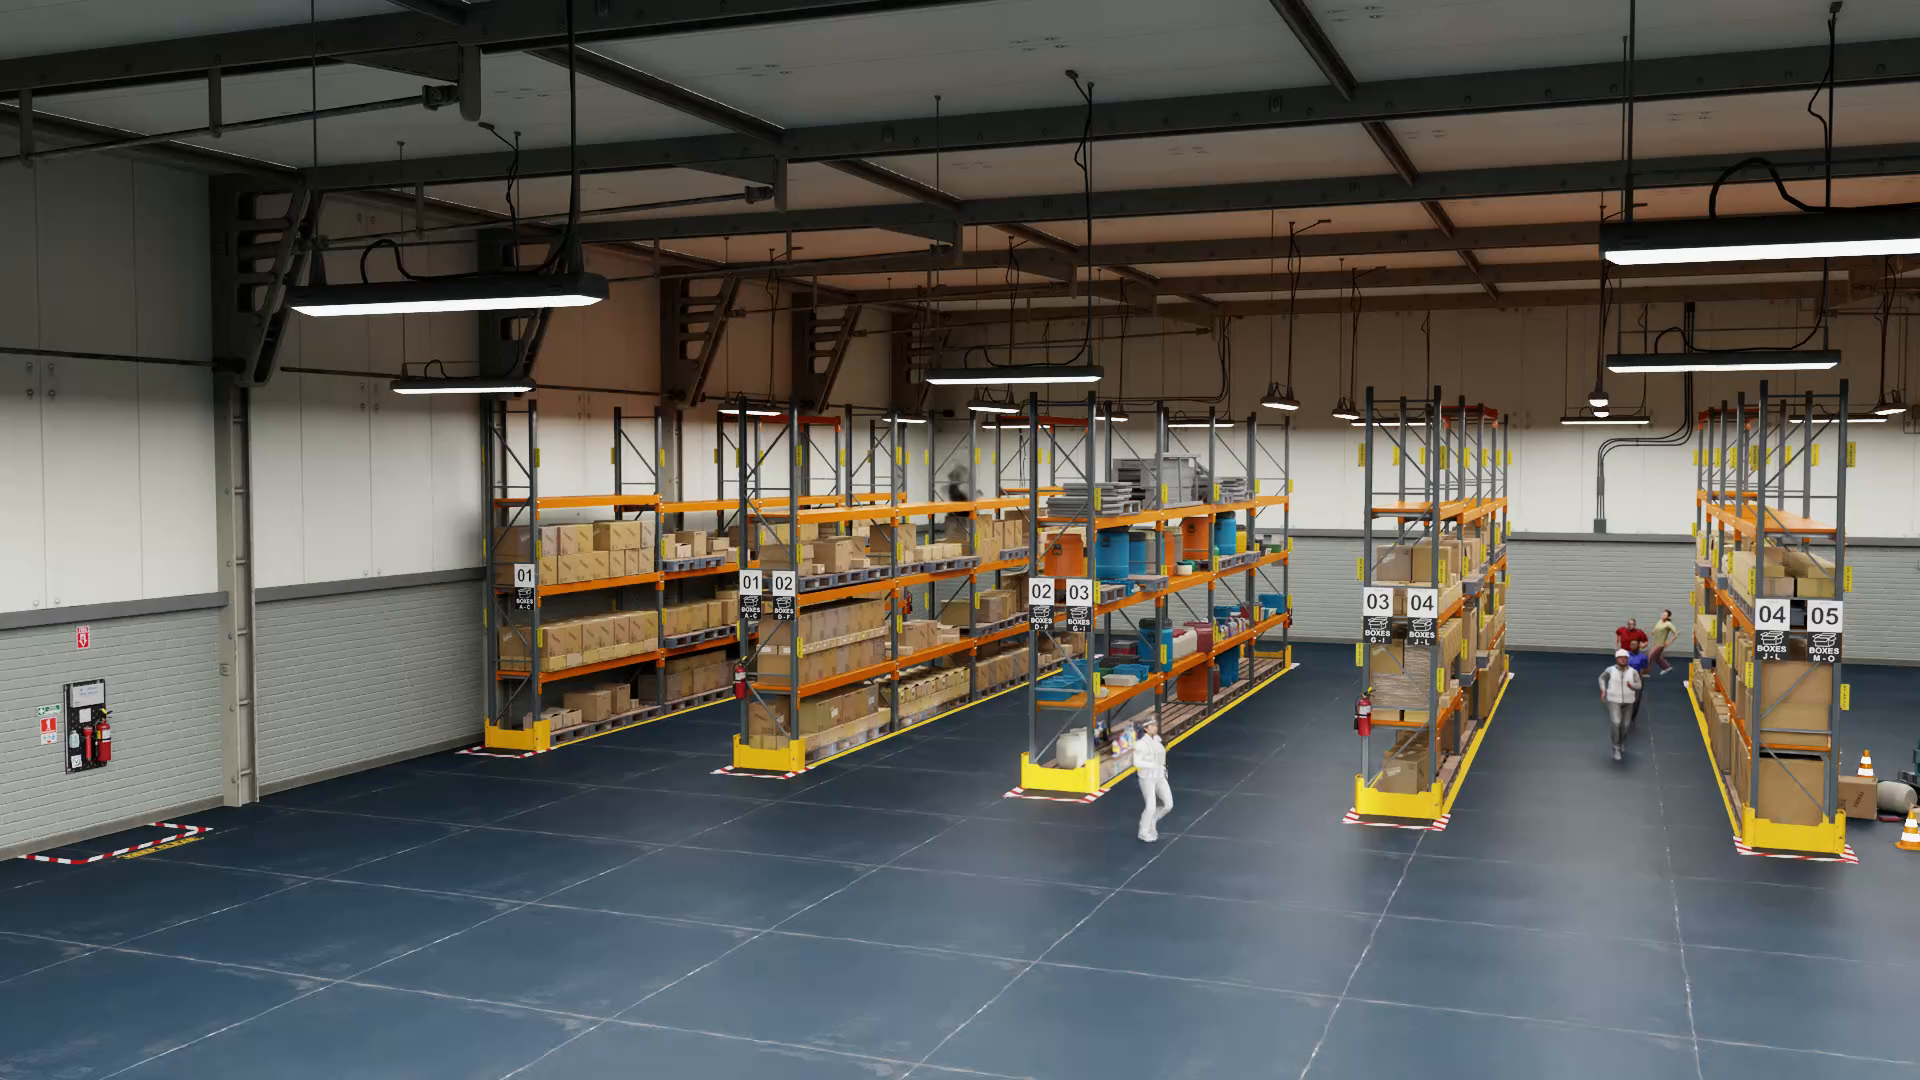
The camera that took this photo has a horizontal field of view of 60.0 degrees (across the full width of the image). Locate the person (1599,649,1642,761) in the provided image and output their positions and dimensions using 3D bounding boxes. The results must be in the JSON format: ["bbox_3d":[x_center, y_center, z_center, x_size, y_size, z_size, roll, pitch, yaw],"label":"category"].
[{"bbox_3d":[11.067,2.736,27.853,0.635,1.828,0.801,0,3,10],"label":"person"}]

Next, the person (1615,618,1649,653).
[{"bbox_3d":[14.300,2.483,35.400,0.692,1.685,0.899,2,3,29],"label":"person"}]

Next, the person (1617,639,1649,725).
[{"bbox_3d":[12.527,2.660,30.987,0.548,1.608,0.550,1,3,18],"label":"person"}]

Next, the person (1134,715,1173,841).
[{"bbox_3d":[2.545,3.093,21.587,0.601,1.656,0.562,-2,4,-38],"label":"person"}]

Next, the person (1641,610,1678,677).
[{"bbox_3d":[15.787,2.342,37.729,0.829,1.580,0.757,1,3,12],"label":"person"}]
